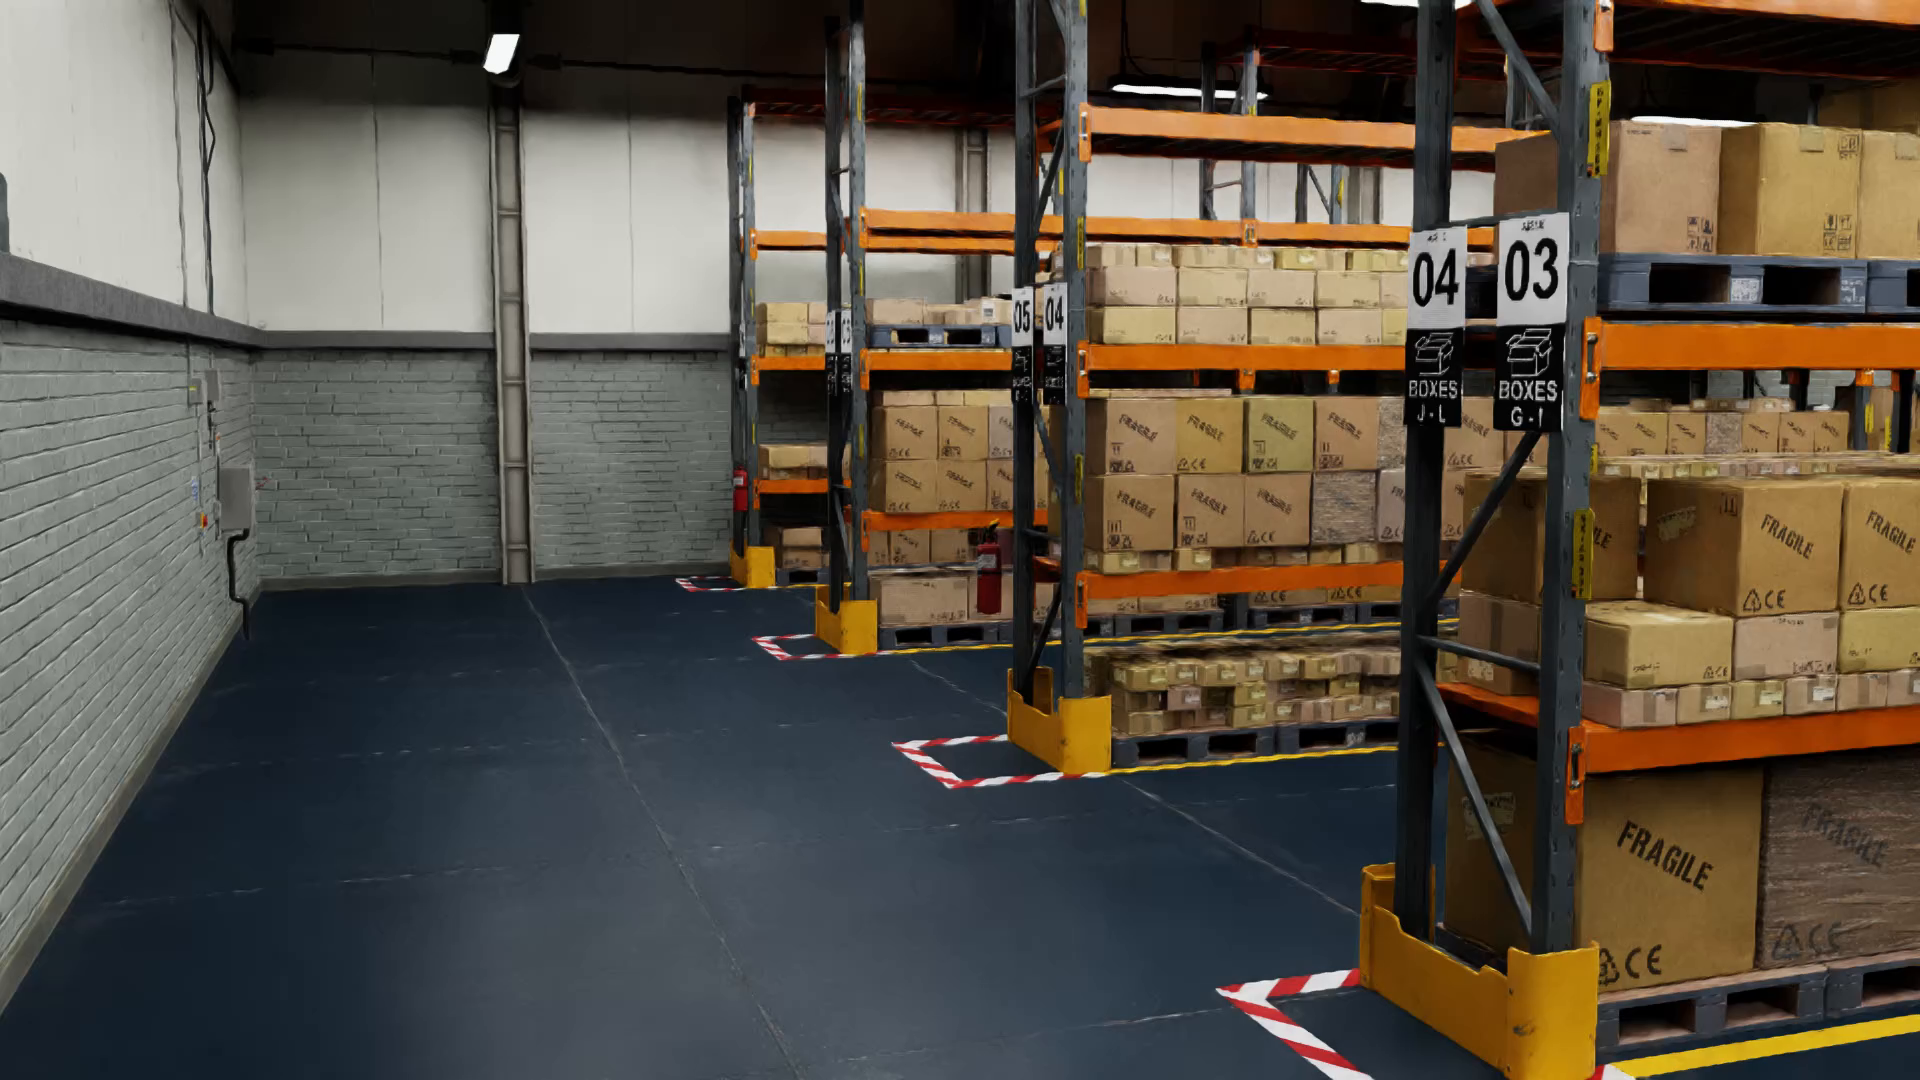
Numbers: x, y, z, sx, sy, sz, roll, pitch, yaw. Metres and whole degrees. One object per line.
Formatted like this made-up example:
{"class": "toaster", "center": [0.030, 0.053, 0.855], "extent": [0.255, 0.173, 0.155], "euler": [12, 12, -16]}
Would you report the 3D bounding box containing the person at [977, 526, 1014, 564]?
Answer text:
{"class": "person", "center": [0.457, -0.064, 18.625], "extent": [0.649, 1.710, 0.618], "euler": [-6, 8, -44]}
